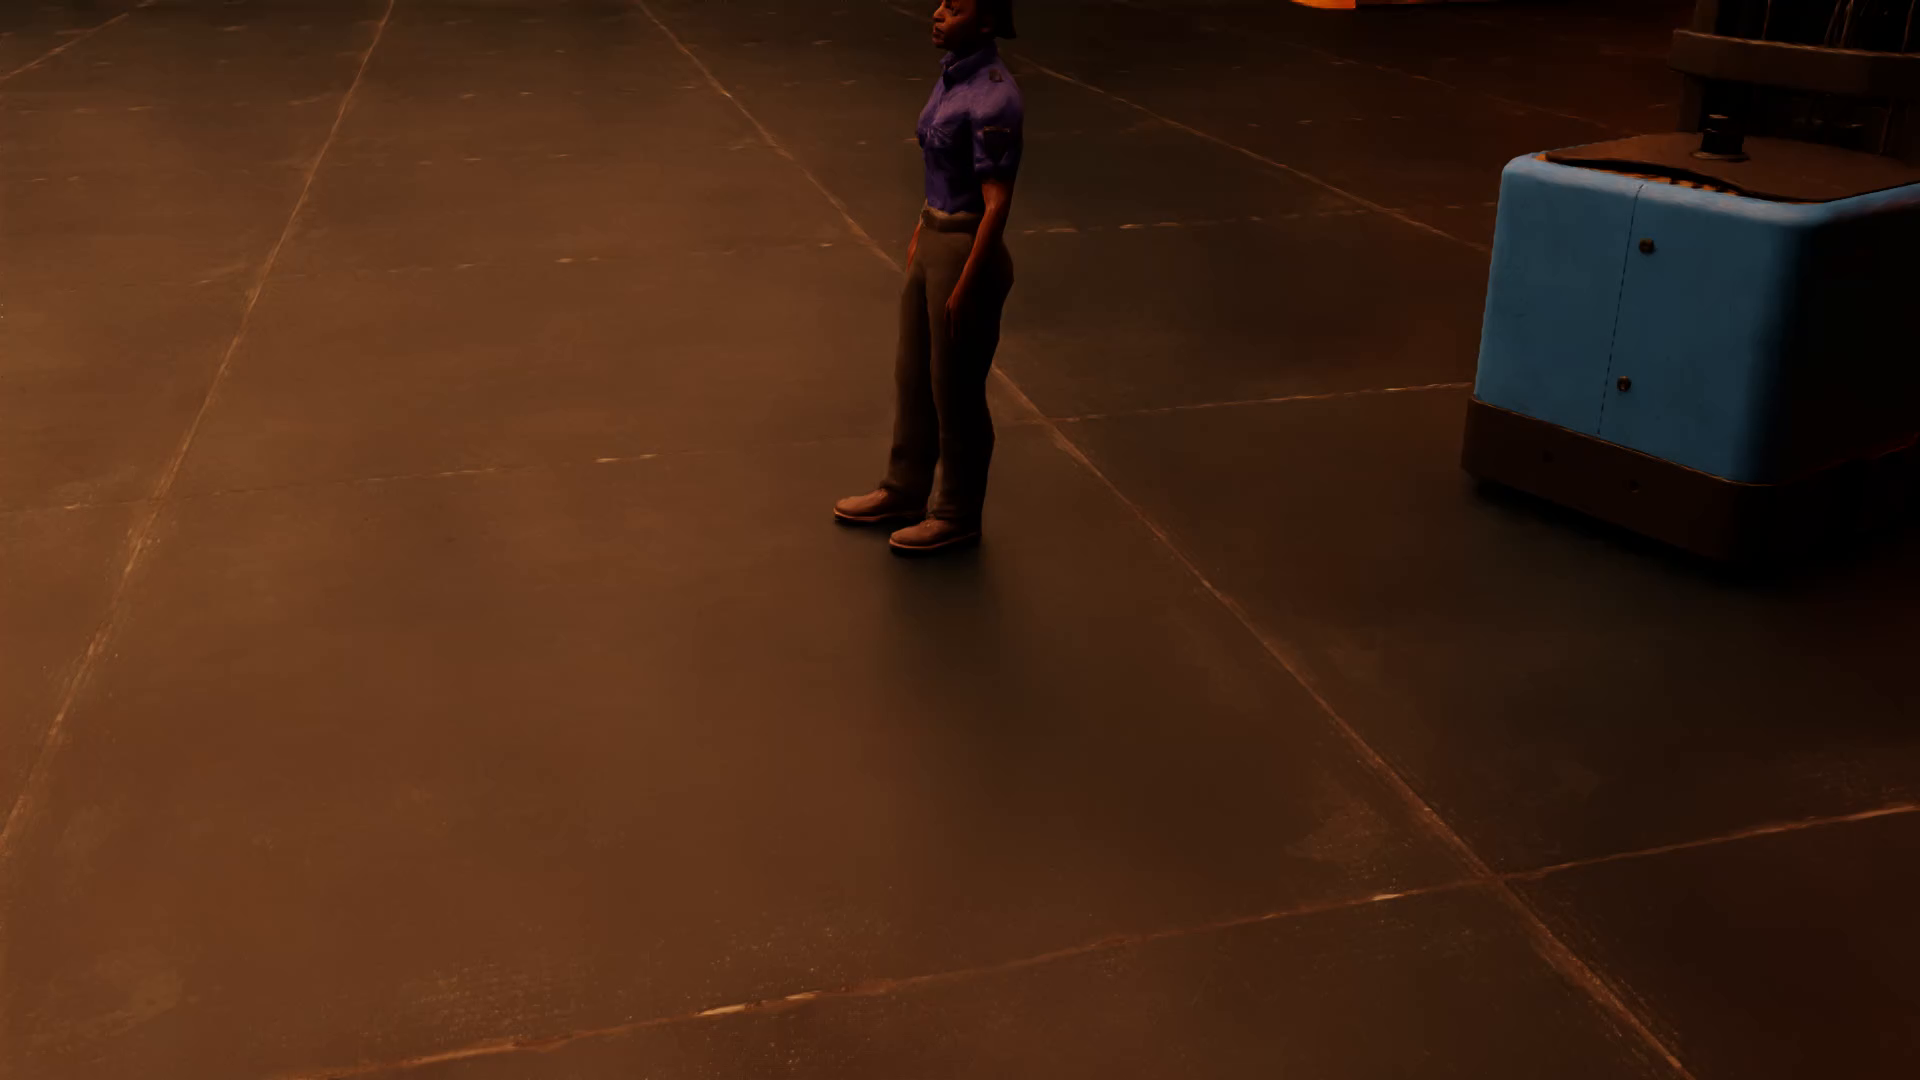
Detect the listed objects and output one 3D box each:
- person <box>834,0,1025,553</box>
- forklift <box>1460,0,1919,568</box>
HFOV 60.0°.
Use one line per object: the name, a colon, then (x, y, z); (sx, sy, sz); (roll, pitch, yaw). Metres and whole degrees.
person: (-0.090, -0.766, 4.722); (0.503, 1.654, 0.570); (-6, 24, -14)
forklift: (3.136, -1.704, 5.314); (3.031, 2.935, 1.130); (-15, 27, -32)
